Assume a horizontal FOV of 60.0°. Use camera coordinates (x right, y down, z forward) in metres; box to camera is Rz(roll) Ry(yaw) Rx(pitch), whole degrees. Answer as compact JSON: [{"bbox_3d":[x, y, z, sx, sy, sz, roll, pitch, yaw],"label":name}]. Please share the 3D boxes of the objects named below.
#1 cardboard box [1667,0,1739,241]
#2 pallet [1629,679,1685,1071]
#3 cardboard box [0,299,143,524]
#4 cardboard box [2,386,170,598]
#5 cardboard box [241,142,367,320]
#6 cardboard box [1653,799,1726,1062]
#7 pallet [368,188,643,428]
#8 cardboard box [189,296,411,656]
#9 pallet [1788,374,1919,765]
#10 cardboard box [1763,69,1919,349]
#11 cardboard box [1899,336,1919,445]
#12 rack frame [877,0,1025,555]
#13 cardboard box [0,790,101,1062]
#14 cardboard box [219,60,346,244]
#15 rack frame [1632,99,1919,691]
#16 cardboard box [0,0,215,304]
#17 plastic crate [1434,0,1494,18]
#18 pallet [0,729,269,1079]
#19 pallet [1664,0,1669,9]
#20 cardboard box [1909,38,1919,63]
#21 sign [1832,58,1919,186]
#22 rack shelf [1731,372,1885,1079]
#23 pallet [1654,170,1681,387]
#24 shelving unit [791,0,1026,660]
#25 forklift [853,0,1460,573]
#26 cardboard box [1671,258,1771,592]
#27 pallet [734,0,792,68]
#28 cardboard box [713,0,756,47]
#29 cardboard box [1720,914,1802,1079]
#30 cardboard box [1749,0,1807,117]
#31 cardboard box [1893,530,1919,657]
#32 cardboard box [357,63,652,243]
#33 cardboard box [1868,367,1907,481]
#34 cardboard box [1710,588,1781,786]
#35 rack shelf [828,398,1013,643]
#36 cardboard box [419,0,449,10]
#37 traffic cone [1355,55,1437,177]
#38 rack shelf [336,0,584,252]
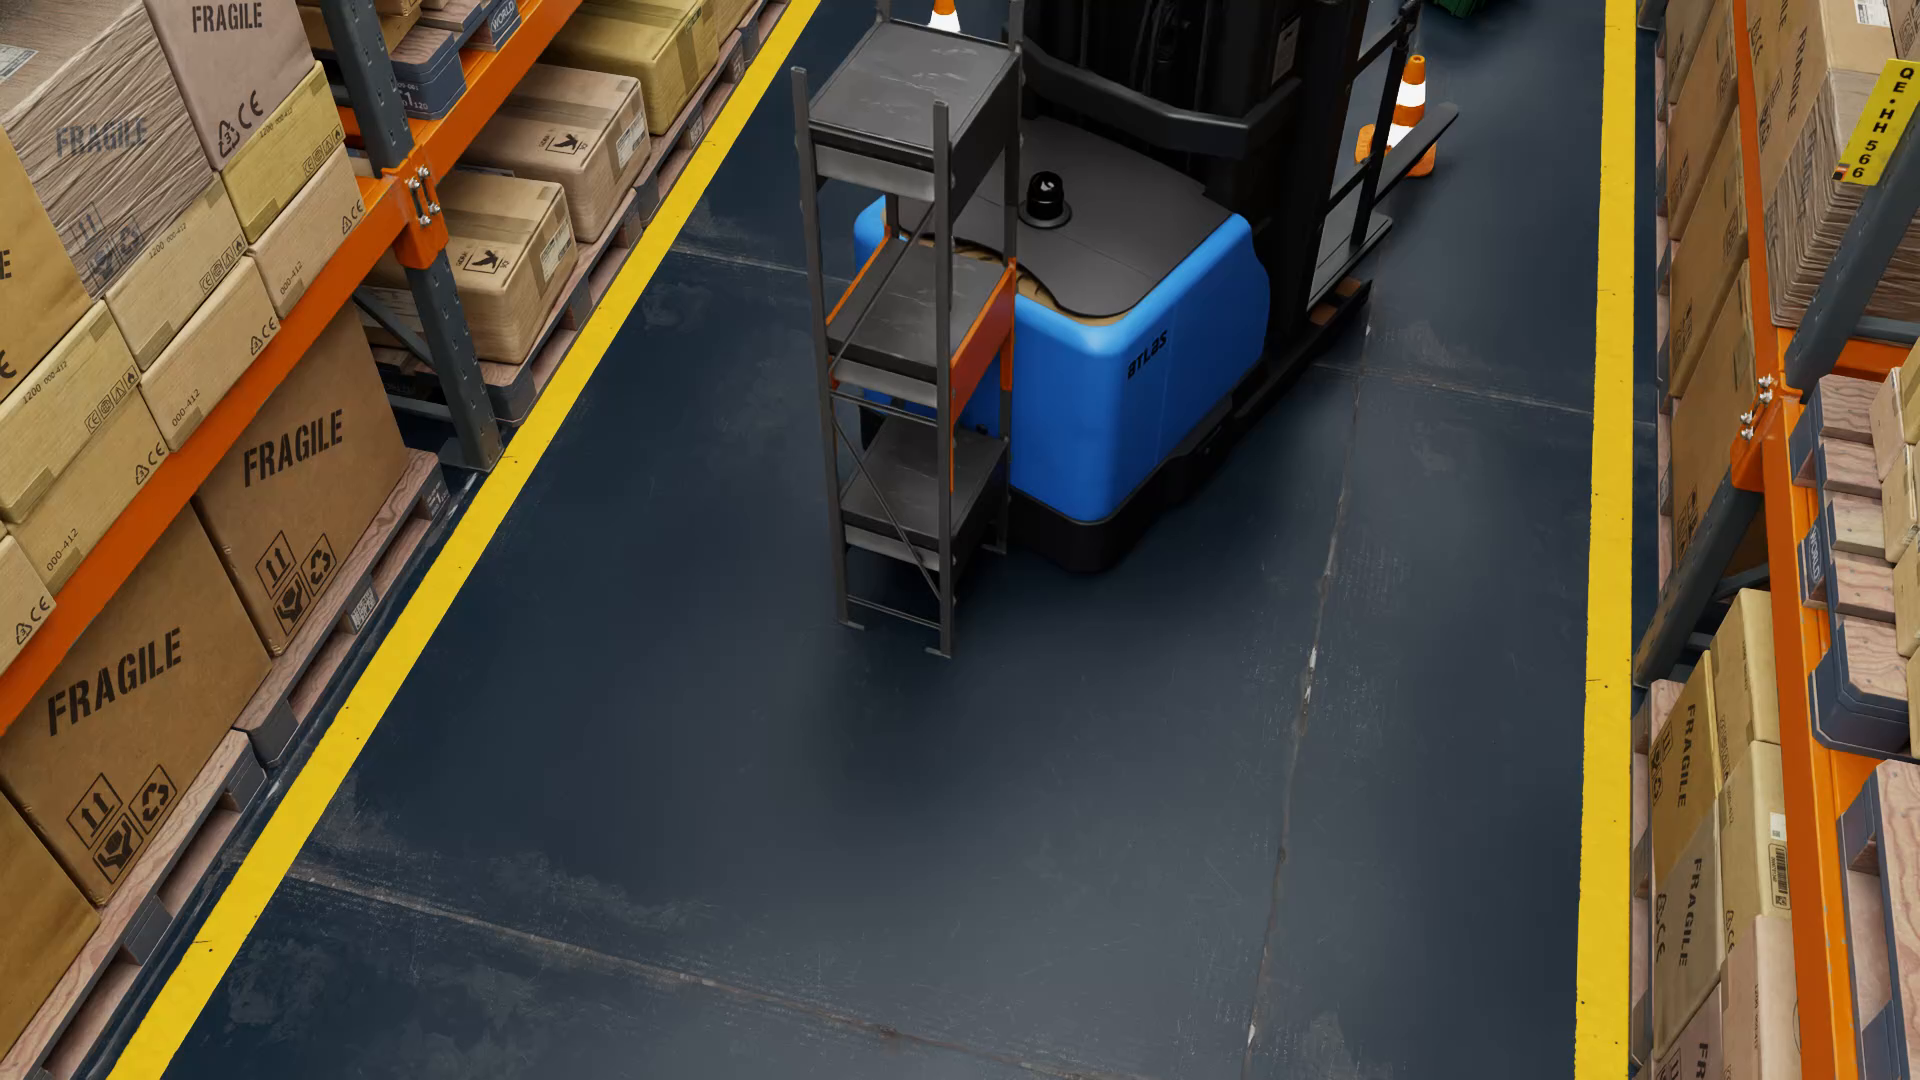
[{"bbox_3d":[3.373,-1.589,6.372,1.050,0.750,0.750,12,50,10],"label":"cardboard box"},{"bbox_3d":[2.447,1.023,4.707,1.003,0.211,1.213,12,50,10],"label":"pallet"},{"bbox_3d":[-2.277,-0.338,3.814,0.500,0.250,0.500,10,49,9],"label":"cardboard box"},{"bbox_3d":[-2.298,-0.168,3.998,0.500,0.250,0.500,11,50,10],"label":"cardboard box"},{"bbox_3d":[-2.031,-0.902,4.646,0.500,0.250,0.500,10,49,9],"label":"cardboard box"},{"bbox_3d":[2.093,1.049,4.211,0.500,0.500,0.500,12,50,10],"label":"cardboard box"},{"bbox_3d":[-1.941,-1.011,6.502,1.003,0.211,1.213,12,50,10],"label":"pallet"},{"bbox_3d":[-2.410,-0.321,5.170,0.875,0.875,0.875,11,50,10],"label":"cardboard box"},{"bbox_3d":[2.569,0.135,3.758,1.213,0.211,1.003,12,50,10],"label":"pallet"},{"bbox_3d":[2.514,-0.877,4.457,0.500,0.500,0.500,12,50,10],"label":"cardboard box"},{"bbox_3d":[2.333,-0.309,3.712,0.380,0.149,0.250,14,50,12],"label":"cardboard box"},{"bbox_3d":[-0.027,-0.704,4.971,0.400,2.100,0.015,17,51,15],"label":"rack frame"},{"bbox_3d":[-2.884,0.969,4.031,0.875,0.875,0.875,13,50,11],"label":"cardboard box"},{"bbox_3d":[-2.030,-1.084,4.473,0.500,0.250,0.500,11,50,10],"label":"cardboard box"},{"bbox_3d":[2.654,-0.465,4.160,1.000,3.000,0.127,12,50,10],"label":"rack frame"},{"bbox_3d":[-2.159,-0.934,3.840,0.500,0.500,0.500,12,50,11],"label":"cardboard box"},{"bbox_3d":[2.489,-2.831,8.085,0.662,0.188,0.450,-37,68,-28],"label":"plastic crate"},{"bbox_3d":[-2.751,0.989,4.736,1.003,0.211,1.213,12,50,10],"label":"pallet"},{"bbox_3d":[3.983,-2.970,8.231,1.003,0.211,1.213,12,50,10],"label":"pallet"},{"bbox_3d":[2.782,-1.152,4.032,0.700,0.500,0.500,11,50,10],"label":"cardboard box"},{"bbox_3d":[2.118,-0.955,3.820,0.100,0.325,0.005,12,50,10],"label":"sign"},{"bbox_3d":[2.128,1.220,3.153,1.077,0.370,4.000,12,50,10],"label":"rack shelf"},{"bbox_3d":[3.257,-0.977,6.472,1.003,0.211,1.213,12,50,10],"label":"pallet"},{"bbox_3d":[-0.120,-0.535,4.822,0.431,2.100,0.503,17,51,15],"label":"shelving unit"},{"bbox_3d":[0.943,-1.920,5.490,1.130,2.935,3.031,30,55,24],"label":"forklift"},{"bbox_3d":[2.901,-0.282,5.219,1.050,0.750,0.750,11,49,10],"label":"cardboard box"},{"bbox_3d":[-1.299,-2.776,8.059,1.003,0.211,1.213,12,50,10],"label":"pallet"},{"bbox_3d":[-1.417,-2.631,7.544,0.950,0.372,0.625,14,50,12],"label":"cardboard box"},{"bbox_3d":[1.963,1.148,3.623,0.500,0.250,0.500,12,50,10],"label":"cardboard box"},{"bbox_3d":[2.778,-1.599,5.094,0.500,0.500,0.500,11,49,9],"label":"cardboard box"},{"bbox_3d":[2.200,0.152,3.503,0.380,0.149,0.250,14,50,12],"label":"cardboard box"},{"bbox_3d":[-1.803,-1.580,6.617,0.950,0.372,0.625,11,49,9],"label":"cardboard box"},{"bbox_3d":[2.342,-0.237,3.846,0.380,0.149,0.250,11,49,10],"label":"cardboard box"},{"bbox_3d":[2.239,0.426,4.260,0.500,0.250,0.500,10,49,8],"label":"cardboard box"},{"bbox_3d":[-0.120,-0.063,5.357,0.431,0.518,0.480,17,51,15],"label":"rack shelf"},{"bbox_3d":[-1.776,-1.821,5.244,0.380,0.149,0.250,9,49,8],"label":"cardboard box"},{"bbox_3d":[1.897,-1.847,7.071,0.336,0.463,0.334,12,50,10],"label":"traffic cone"},{"bbox_3d":[-1.621,-2.577,6.504,1.077,0.370,4.000,12,50,10],"label":"rack shelf"}]
